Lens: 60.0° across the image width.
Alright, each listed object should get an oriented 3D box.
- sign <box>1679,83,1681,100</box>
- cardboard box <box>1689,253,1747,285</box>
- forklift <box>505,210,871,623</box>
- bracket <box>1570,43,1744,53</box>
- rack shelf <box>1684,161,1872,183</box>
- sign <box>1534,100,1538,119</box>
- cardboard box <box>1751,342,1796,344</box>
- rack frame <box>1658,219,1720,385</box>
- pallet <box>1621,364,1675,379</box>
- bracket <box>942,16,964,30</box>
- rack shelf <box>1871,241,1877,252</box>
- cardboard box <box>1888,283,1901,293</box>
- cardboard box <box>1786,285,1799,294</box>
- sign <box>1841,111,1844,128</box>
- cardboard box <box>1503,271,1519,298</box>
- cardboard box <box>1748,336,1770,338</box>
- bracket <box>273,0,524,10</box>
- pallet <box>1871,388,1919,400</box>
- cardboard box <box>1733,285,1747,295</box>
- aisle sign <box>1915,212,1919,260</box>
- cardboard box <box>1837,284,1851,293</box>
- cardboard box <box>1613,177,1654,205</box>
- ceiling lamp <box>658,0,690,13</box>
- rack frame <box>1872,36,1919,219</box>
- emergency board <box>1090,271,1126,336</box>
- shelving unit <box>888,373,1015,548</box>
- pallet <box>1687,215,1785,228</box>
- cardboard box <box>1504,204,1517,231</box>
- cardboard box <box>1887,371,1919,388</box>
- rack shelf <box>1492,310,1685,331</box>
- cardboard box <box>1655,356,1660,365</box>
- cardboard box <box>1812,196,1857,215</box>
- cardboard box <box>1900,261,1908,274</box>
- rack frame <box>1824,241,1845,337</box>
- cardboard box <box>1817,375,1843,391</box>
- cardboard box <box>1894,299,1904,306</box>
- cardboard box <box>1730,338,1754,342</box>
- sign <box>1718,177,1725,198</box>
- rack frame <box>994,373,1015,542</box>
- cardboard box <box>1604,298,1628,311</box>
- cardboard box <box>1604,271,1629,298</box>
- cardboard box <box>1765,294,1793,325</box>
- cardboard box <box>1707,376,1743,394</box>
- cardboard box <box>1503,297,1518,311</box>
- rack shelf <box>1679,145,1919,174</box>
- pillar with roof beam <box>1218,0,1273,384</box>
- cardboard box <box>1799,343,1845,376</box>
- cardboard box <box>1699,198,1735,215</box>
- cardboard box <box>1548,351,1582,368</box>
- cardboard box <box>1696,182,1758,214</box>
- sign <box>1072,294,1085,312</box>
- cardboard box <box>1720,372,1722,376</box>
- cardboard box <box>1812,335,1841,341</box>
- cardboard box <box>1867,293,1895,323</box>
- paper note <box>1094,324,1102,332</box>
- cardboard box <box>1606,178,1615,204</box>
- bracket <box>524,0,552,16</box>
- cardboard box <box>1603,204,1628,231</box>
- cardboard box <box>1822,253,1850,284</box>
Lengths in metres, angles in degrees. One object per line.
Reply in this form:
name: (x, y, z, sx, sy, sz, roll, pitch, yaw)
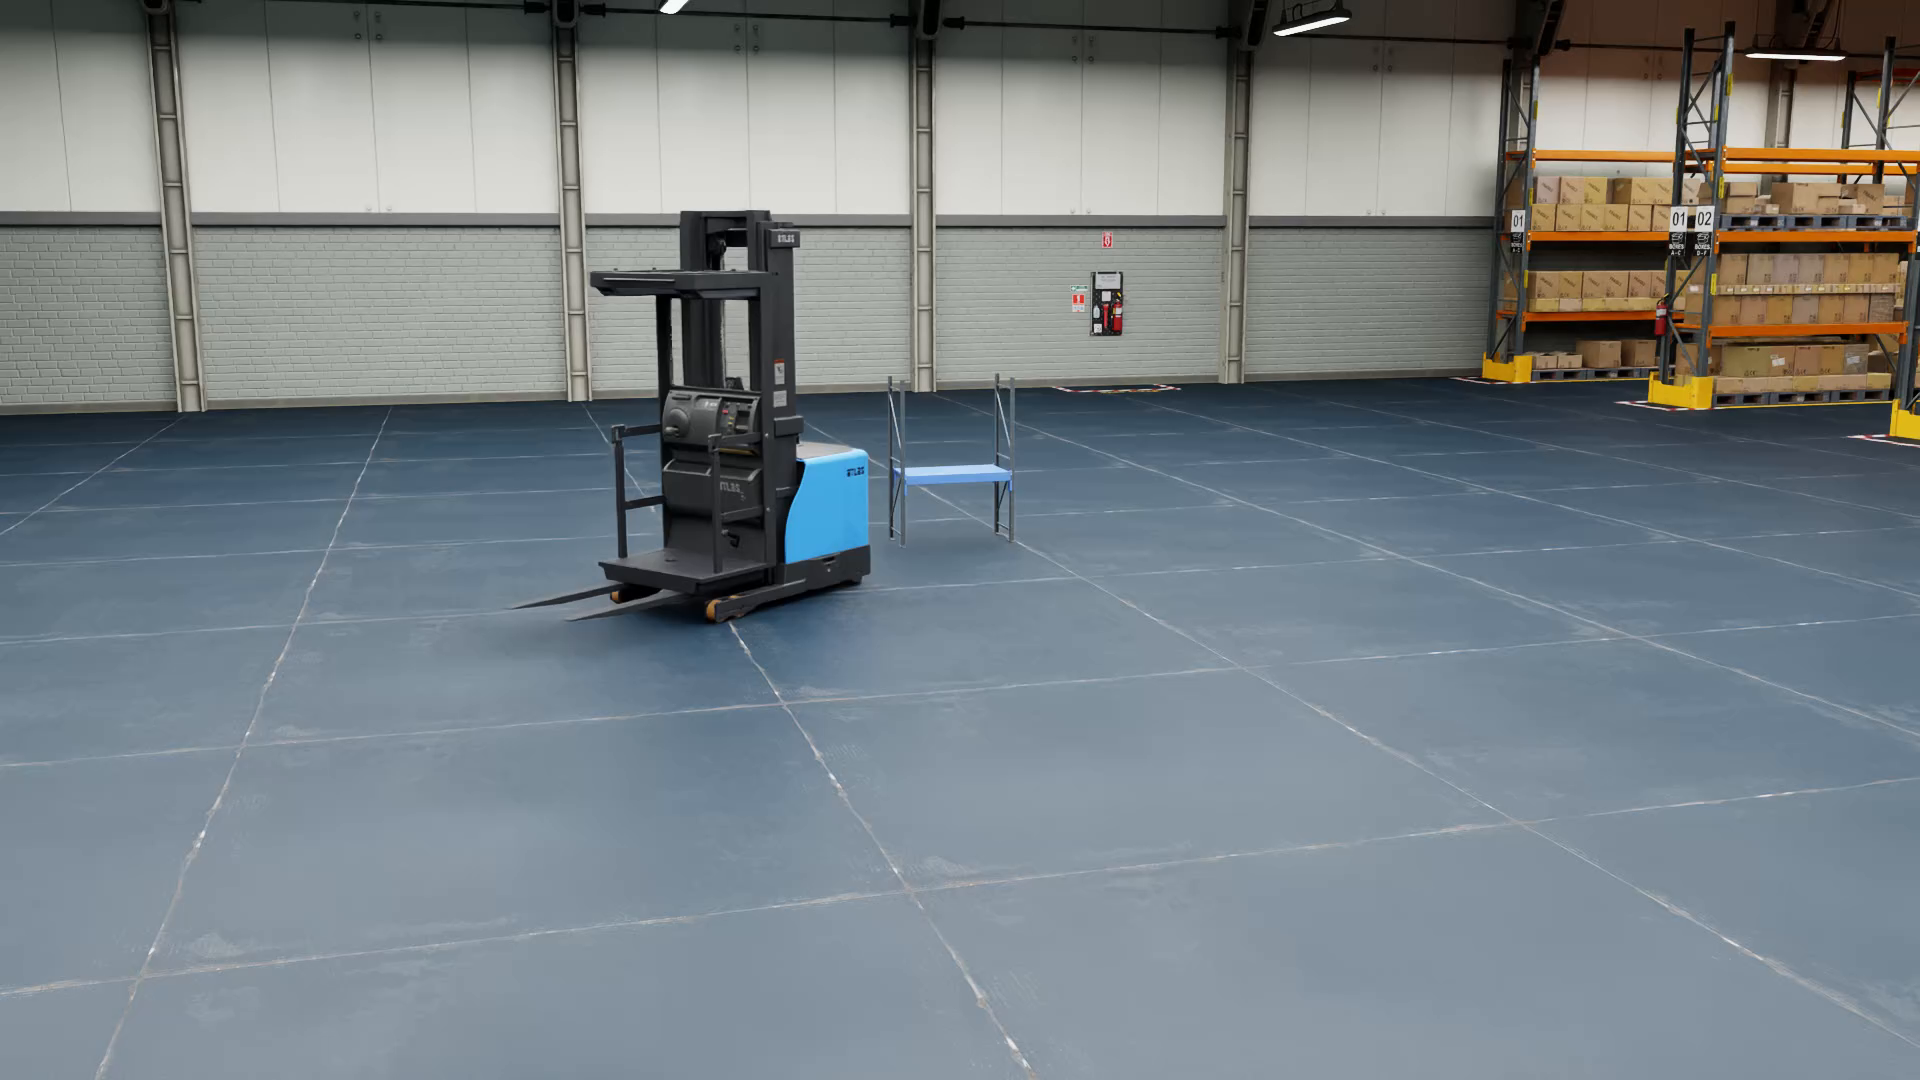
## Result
sign: (11.688, -7.239, 26.918, 0.005, 0.325, 0.100, -3, 11, -16)
cardboard box: (12.329, -4.406, 27.041, 0.500, 0.500, 0.700, -3, 11, -16)
forklift: (-1.989, -0.943, 12.276, 1.130, 2.935, 3.031, 7, 13, 35)
bracket: (13.840, -9.552, 32.341, 4.783, 0.066, 0.076, -3, 11, -16)
rack shelf: (16.199, -7.260, 32.921, 4.000, 0.370, 1.077, -3, 11, -16)
sign: (10.589, -7.910, 30.566, 0.005, 0.325, 0.100, -3, 11, -16)
cardboard box: (13.694, -3.075, 28.033, 0.500, 0.500, 0.500, -3, 11, -16)
rack frame: (11.826, -3.695, 27.037, 0.127, 3.000, 1.000, -3, 11, -16)
pallet: (13.643, -3.347, 32.848, 1.213, 0.211, 1.003, -3, 11, -16)
bracket: (-0.156, -8.815, 28.334, 0.430, 0.232, 0.235, -3, 11, -16)
rack shelf: (17.587, -5.120, 28.480, 4.000, 0.370, 1.077, -3, 11, -16)
cardboard box: (15.465, -4.215, 27.792, 0.250, 0.149, 0.380, -3, 11, -16)
cardboard box: (13.499, -4.111, 27.230, 0.250, 0.149, 0.380, -3, 11, -17)
sign: (17.960, -8.545, 33.794, 0.005, 0.325, 0.100, -3, 11, -16)
cardboard box: (10.831, -4.922, 31.988, 0.500, 0.500, 0.500, -3, 11, -17)
cardboard box: (15.901, -4.204, 33.421, 0.500, 0.250, 0.500, -3, 11, -18)
bracket: (-9.204, -8.338, 25.744, 4.783, 0.066, 0.076, -3, 11, -16)
pallet: (16.363, -2.570, 28.628, 1.213, 0.211, 1.003, -3, 11, -16)
cardboard box: (12.516, -4.060, 26.949, 0.250, 0.149, 0.380, -3, 11, -17)
aisle sign: (13.055, -4.160, 22.384, 0.004, 0.787, 0.394, -3, 11, -16)
cardboard box: (14.488, -4.164, 27.514, 0.250, 0.149, 0.380, -3, 11, -16)
cardboard box: (12.851, -6.654, 31.732, 0.500, 0.500, 0.500, -3, 11, -18)
ceiling lamp: (-4.093, -8.839, 22.287, 0.800, 3.185, 2.000, -3, 11, -16)
rack frame: (15.666, -6.848, 27.593, 0.127, 3.000, 1.000, -3, 11, -16)
emergency board: (2.724, -4.320, 30.430, 0.643, 1.169, 0.194, -3, 11, -16)
shelving unit: (-0.082, -0.733, 15.091, 1.048, 1.500, 0.538, -3, 11, -16)
pallet: (12.512, -5.158, 26.943, 1.213, 0.211, 1.003, -3, 11, -16)
cardboard box: (10.768, -6.155, 31.785, 0.500, 0.500, 0.500, -2, 11, -12)
cardboard box: (16.123, -2.729, 28.224, 0.500, 0.250, 0.500, -3, 11, -17)
rack shelf: (12.358, -4.303, 32.328, 4.000, 0.370, 1.077, -3, 11, -16)
cardboard box: (13.773, -3.549, 32.854, 0.250, 0.166, 0.380, -5, 11, -23)
cardboard box: (14.591, -5.597, 27.784, 0.500, 0.311, 0.500, -4, 11, -19)
cardboard box: (19.143, -5.541, 33.837, 0.500, 0.250, 0.500, -3, 11, -17)
rack frame: (18.119, -4.961, 33.913, 0.127, 3.000, 1.000, -3, 11, -16)
cardboard box: (14.324, -2.639, 27.734, 0.500, 0.250, 0.500, -3, 11, -16)
cardboard box: (19.023, -4.834, 33.860, 0.250, 0.149, 0.380, -3, 11, -14)
cardboard box: (15.462, -3.821, 33.407, 0.500, 0.500, 0.700, -3, 11, -17)
sign: (11.975, -5.542, 26.153, 0.005, 0.325, 0.100, -3, 11, -16)
rack frame: (0.406, -0.759, 15.230, 0.032, 1.500, 0.500, -3, 11, -16)
cardboard box: (12.466, -4.540, 31.987, 0.500, 0.250, 0.500, -3, 11, -15)
cardboard box: (12.448, -4.909, 31.921, 0.500, 0.500, 0.500, -3, 11, -14)
cardboard box: (13.259, -3.817, 27.424, 0.500, 0.500, 0.700, -3, 11, -16)
cardboard box: (12.403, -2.538, 27.185, 0.500, 0.250, 0.500, -3, 11, -16)
cardboard box: (10.832, -4.550, 32.037, 0.500, 0.250, 0.500, -3, 11, -15)
rack shelf: (13.746, -6.196, 27.145, 4.000, 0.370, 1.077, -3, 11, -16)
pillar with roof beam: (6.310, -6.640, 26.465, 0.548, 9.000, 9.100, -3, 11, -16)
cardboard box: (14.320, -3.010, 27.678, 0.500, 0.500, 0.500, -3, 11, -16)
cardboard box: (14.826, -6.503, 32.569, 0.500, 0.500, 0.500, -1, 11, -8)
cardboard box: (11.675, -3.498, 32.179, 0.500, 0.311, 0.500, -2, 11, -11)
cardboard box: (12.379, -5.525, 26.859, 0.637, 0.503, 0.797, -2, 11, -12)
sign: (2.164, -4.327, 30.372, 0.234, 0.329, 0.001, -3, 11, -16)
cardboard box: (12.735, -2.655, 27.823, 0.500, 0.250, 0.500, -3, 11, -16)
cardboard box: (17.442, -3.902, 33.852, 0.500, 0.500, 0.700, -3, 11, -15)
cardboard box: (15.242, -3.923, 27.999, 0.500, 0.500, 0.700, -3, 11, -17)
paper note: (2.535, -3.890, 30.526, 0.142, 0.148, 0.016, -3, 11, -16)
cardboard box: (12.264, -6.724, 32.112, 0.500, 0.500, 0.500, -3, 11, -16)
bracket: (-6.714, -8.469, 26.456, 0.430, 0.232, 0.235, -3, 11, -16)
cardboard box: (12.360, -6.143, 31.715, 0.500, 0.500, 0.500, -2, 11, -12)
cardboard box: (14.276, -4.510, 27.605, 0.500, 0.500, 0.700, -3, 11, -16)
